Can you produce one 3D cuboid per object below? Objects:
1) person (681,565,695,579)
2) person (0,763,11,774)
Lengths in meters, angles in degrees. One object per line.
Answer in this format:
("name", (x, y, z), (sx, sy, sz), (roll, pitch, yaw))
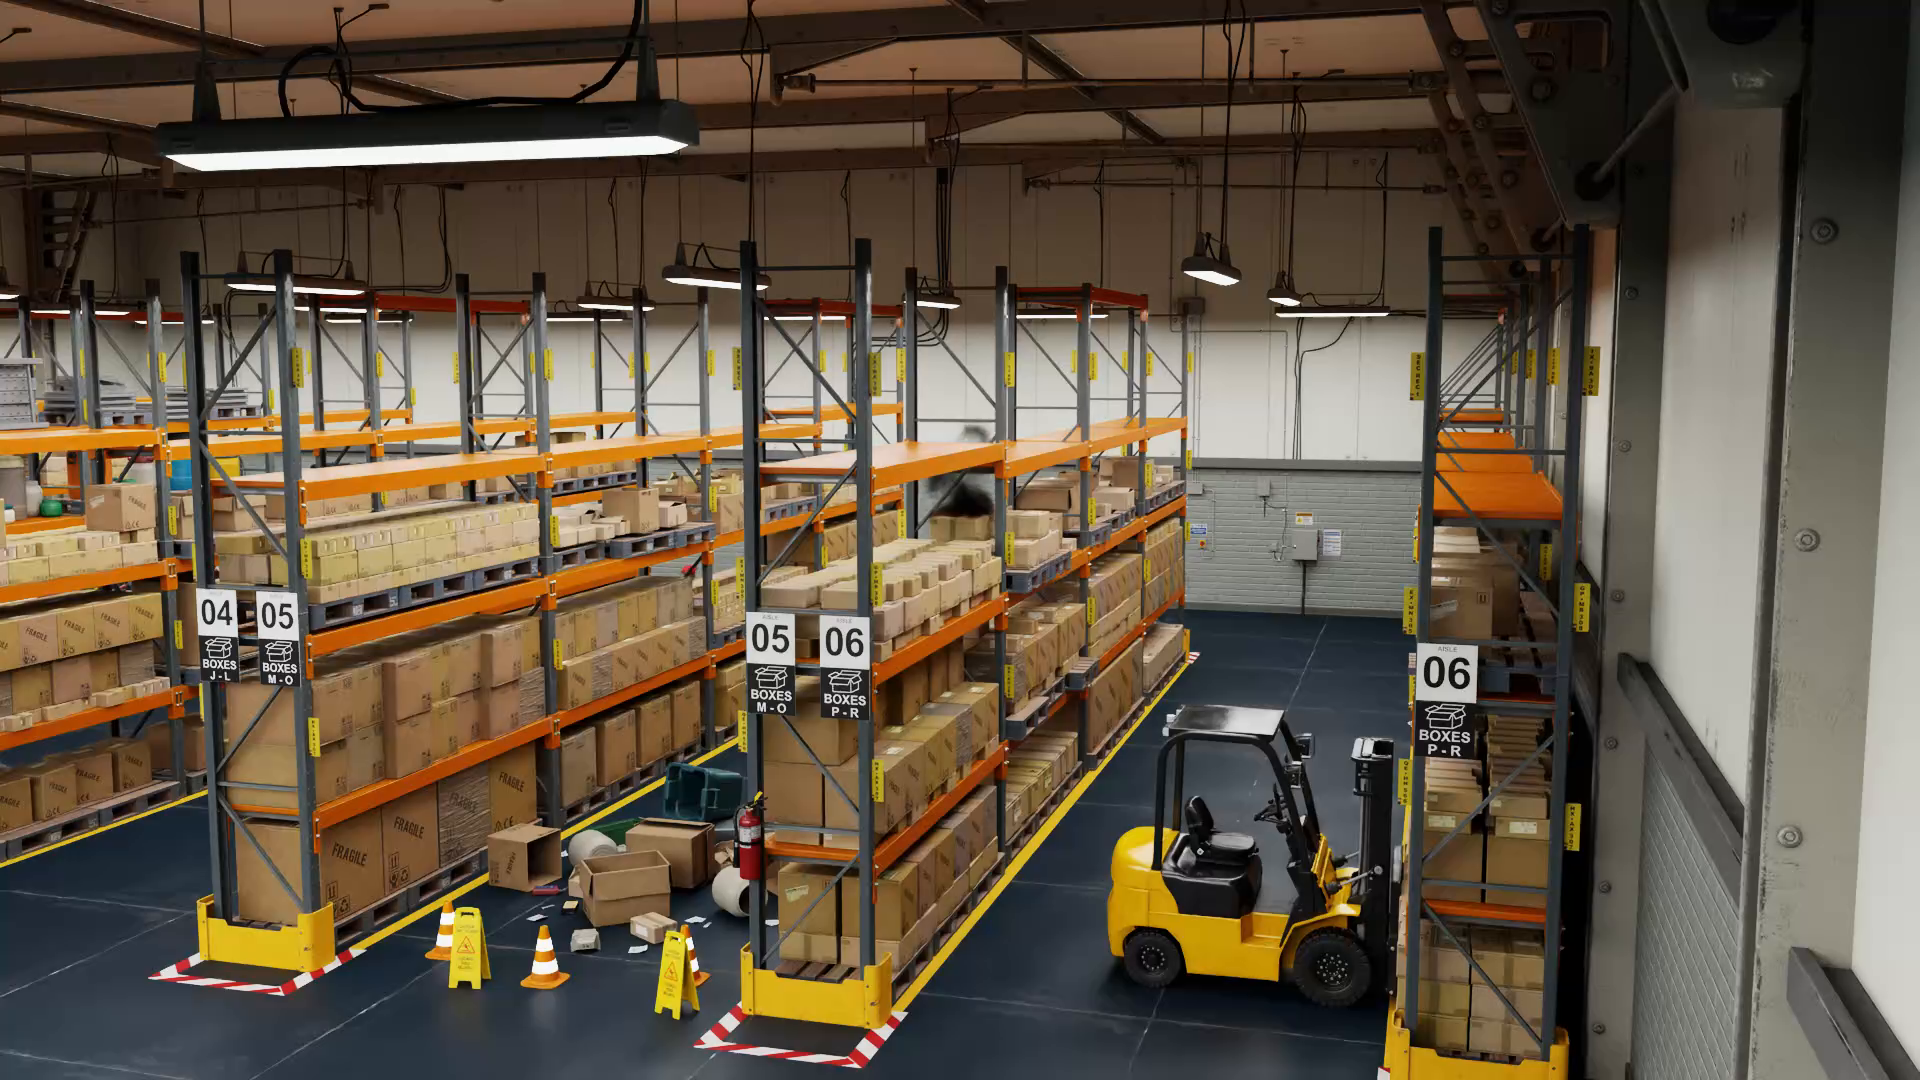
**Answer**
("person", (-4.305, 1.305, 26.371), (0.639, 1.819, 0.828), (2, 7, 18))
("person", (-11.418, 2.155, 19.117), (0.716, 1.773, 0.858), (2, 7, 21))
